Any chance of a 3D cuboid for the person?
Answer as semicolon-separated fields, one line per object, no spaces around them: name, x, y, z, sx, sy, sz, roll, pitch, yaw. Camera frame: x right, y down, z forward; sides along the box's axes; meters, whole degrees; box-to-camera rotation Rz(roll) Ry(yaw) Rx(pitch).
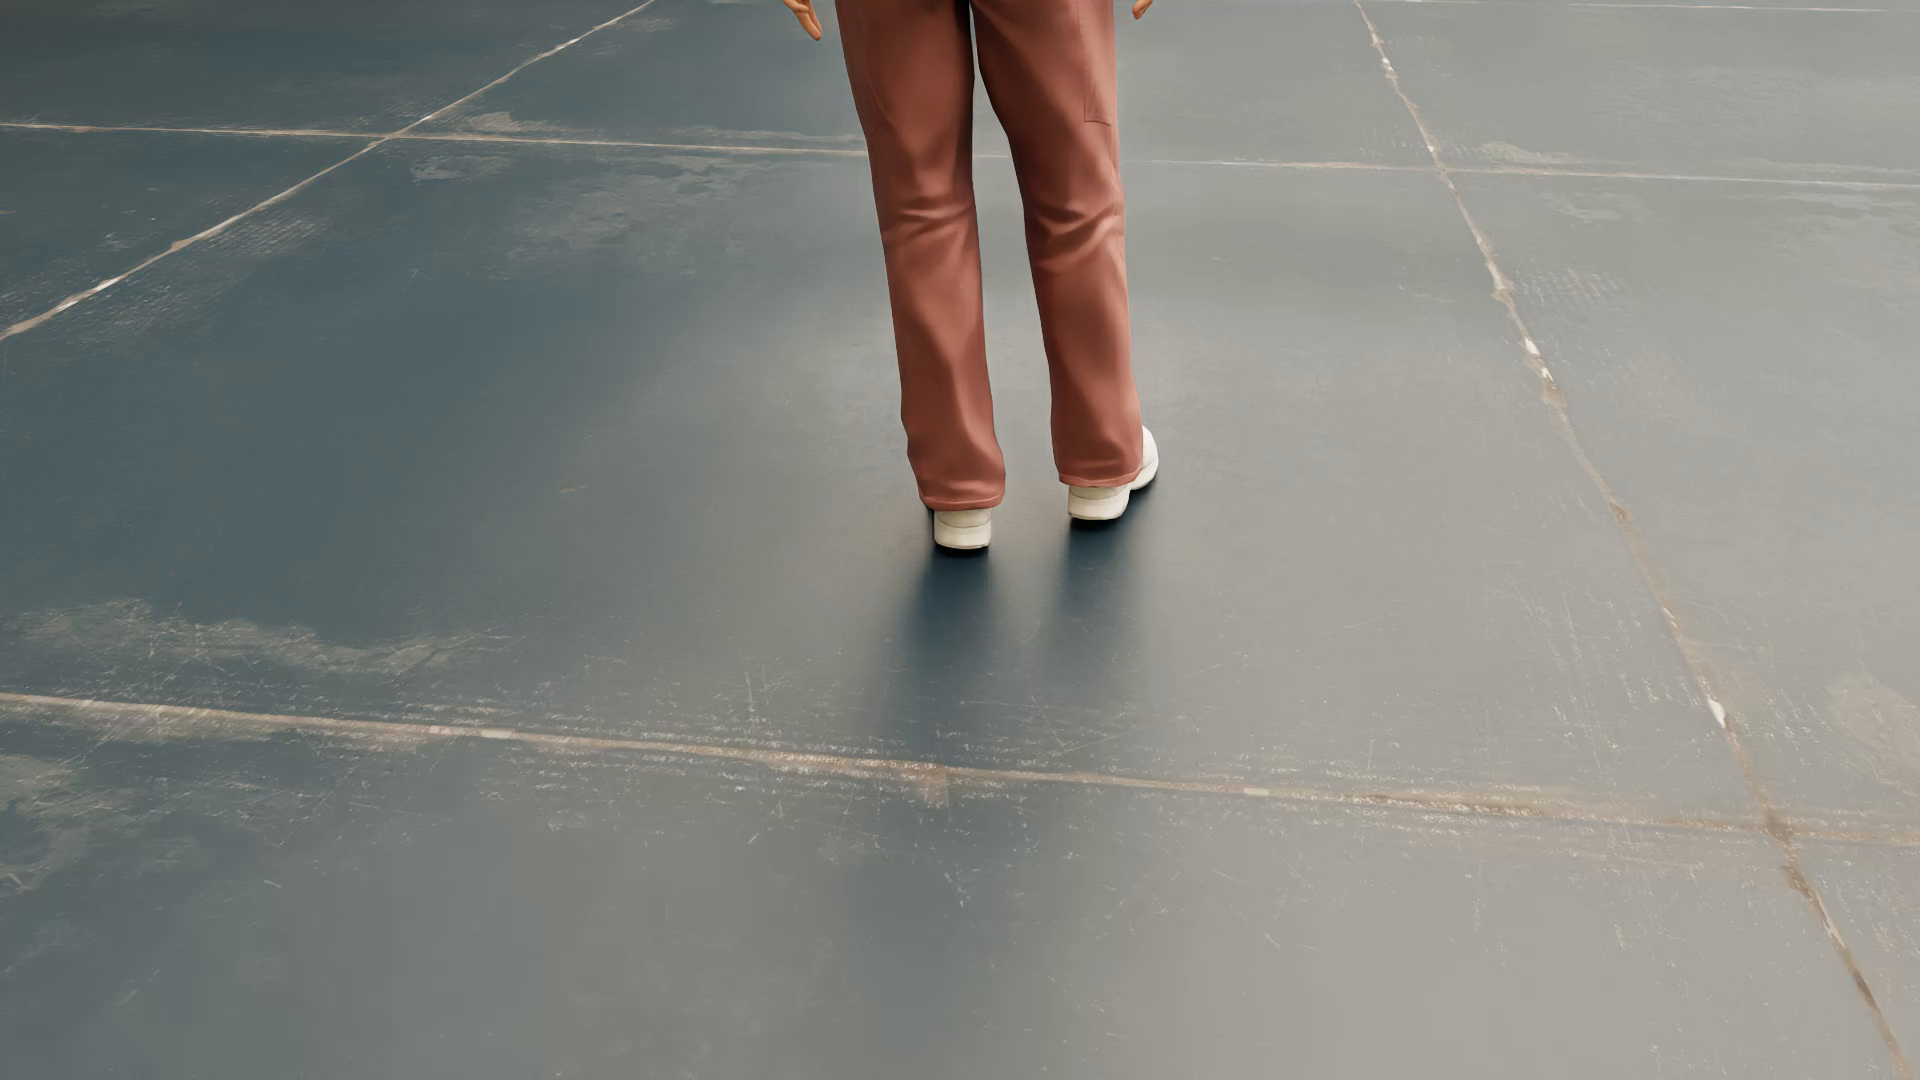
person;0.021;-0.788;2.187;0.553;1.675;0.549;3;27;7
